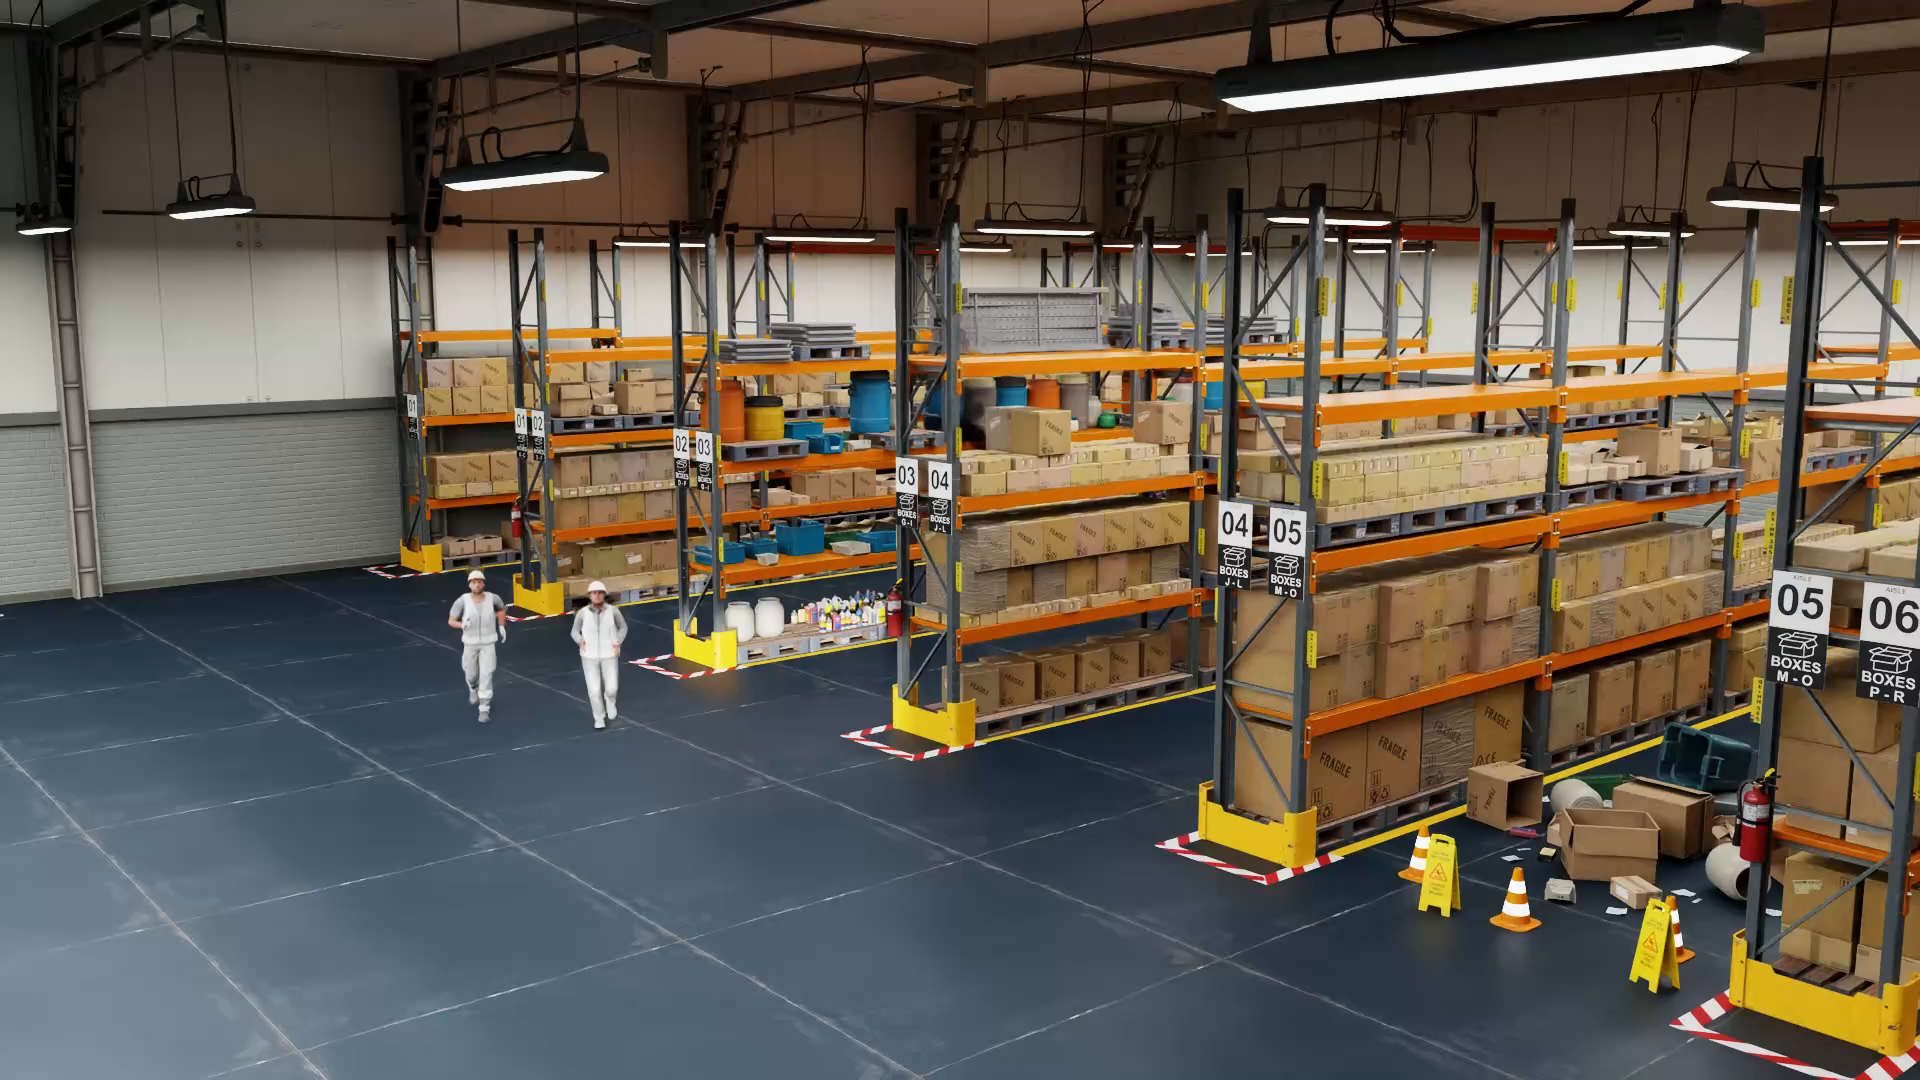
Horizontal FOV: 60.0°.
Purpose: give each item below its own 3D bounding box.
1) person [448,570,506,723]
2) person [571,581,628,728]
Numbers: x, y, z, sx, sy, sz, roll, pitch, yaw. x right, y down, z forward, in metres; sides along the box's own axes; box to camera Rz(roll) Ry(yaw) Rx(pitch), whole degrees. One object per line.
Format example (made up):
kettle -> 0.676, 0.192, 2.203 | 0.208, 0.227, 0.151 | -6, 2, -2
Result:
person -> -5.748, 1.232, 19.858 | 0.668, 1.770, 0.895 | -3, 9, -18
person -> -4.204, 1.341, 19.413 | 0.654, 1.724, 0.597 | -2, 9, -12
